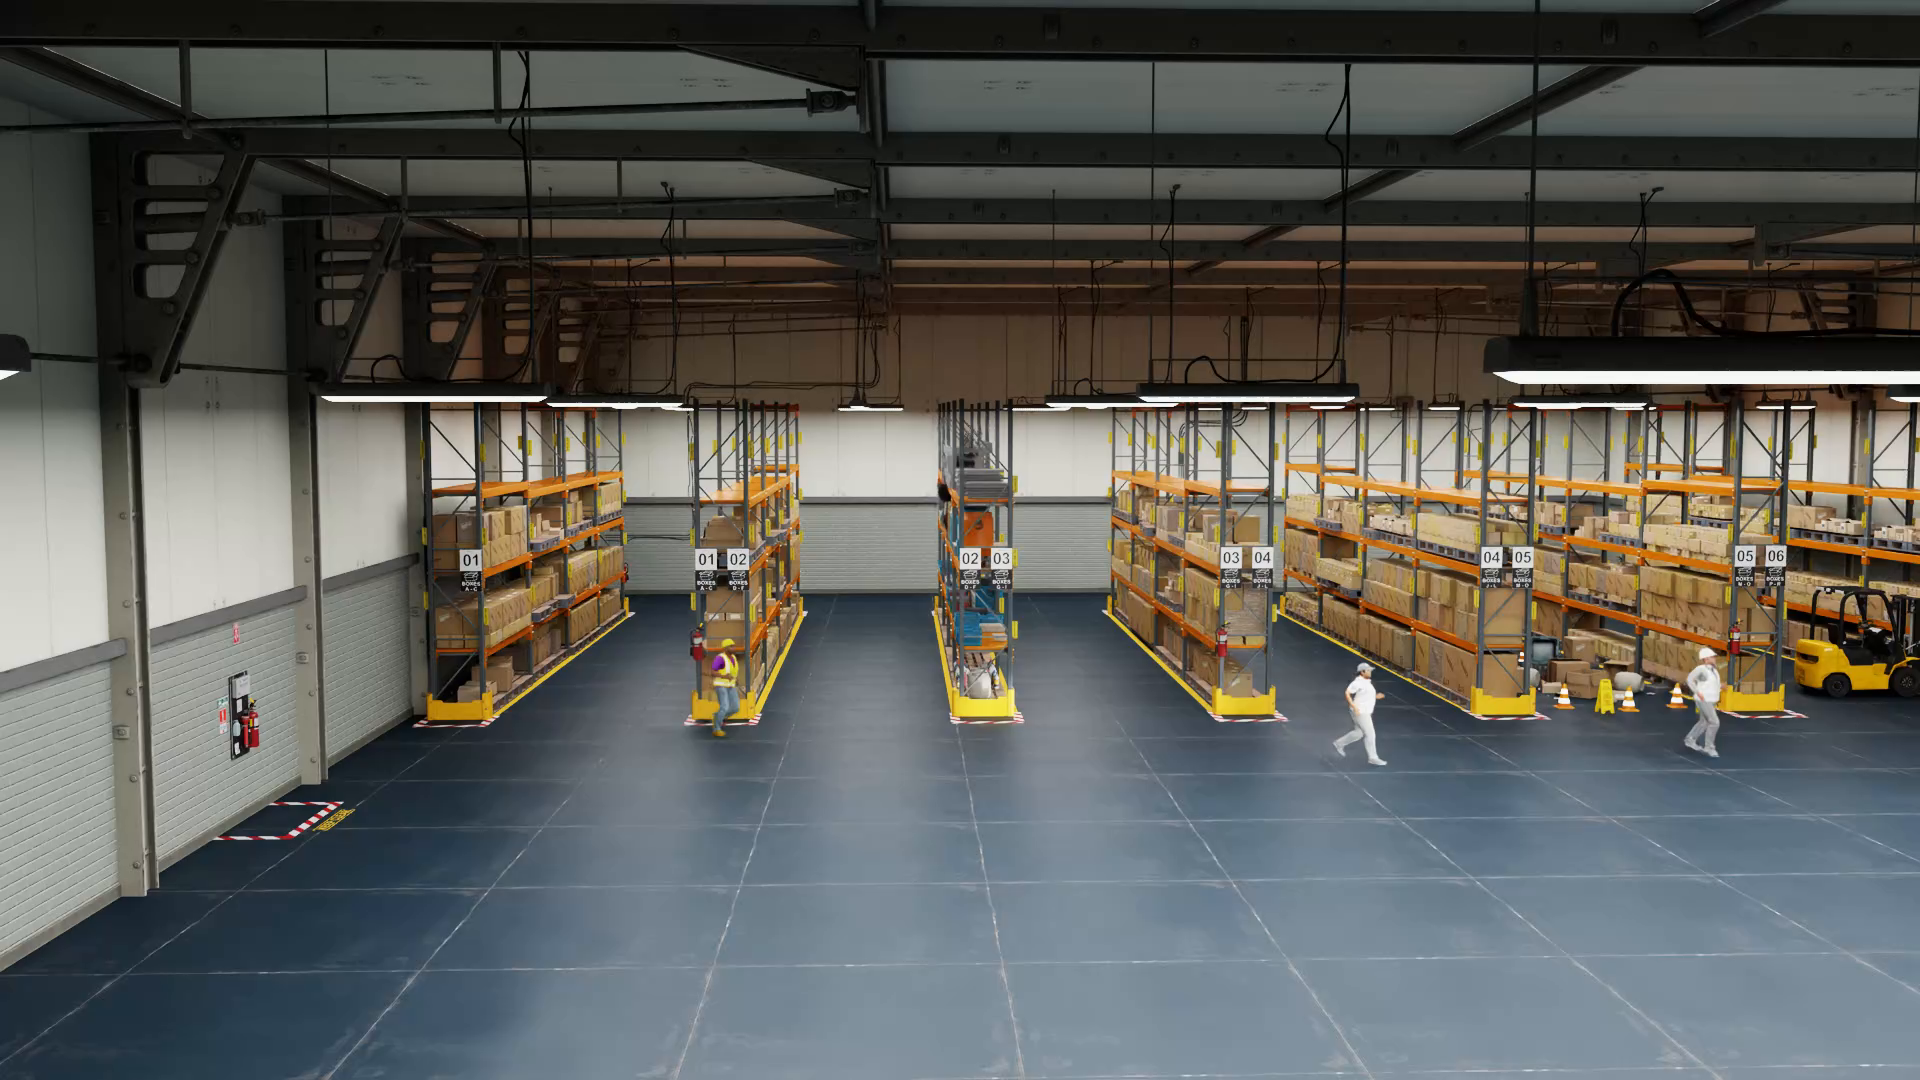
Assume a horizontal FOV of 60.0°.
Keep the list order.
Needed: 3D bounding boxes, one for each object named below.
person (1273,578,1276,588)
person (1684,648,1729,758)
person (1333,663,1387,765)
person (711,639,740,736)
[{"bbox_3d":[8.154,1.517,44.688,0.573,1.691,0.896,0,4,-6],"label":"person"},{"bbox_3d":[12.534,2.732,27.938,0.697,1.835,0.650,4,6,45],"label":"person"},{"bbox_3d":[6.526,2.817,27.145,0.906,1.649,0.607,2,5,26],"label":"person"},{"bbox_3d":[-4.131,2.614,29.649,0.601,1.709,0.716,3,5,33],"label":"person"}]
